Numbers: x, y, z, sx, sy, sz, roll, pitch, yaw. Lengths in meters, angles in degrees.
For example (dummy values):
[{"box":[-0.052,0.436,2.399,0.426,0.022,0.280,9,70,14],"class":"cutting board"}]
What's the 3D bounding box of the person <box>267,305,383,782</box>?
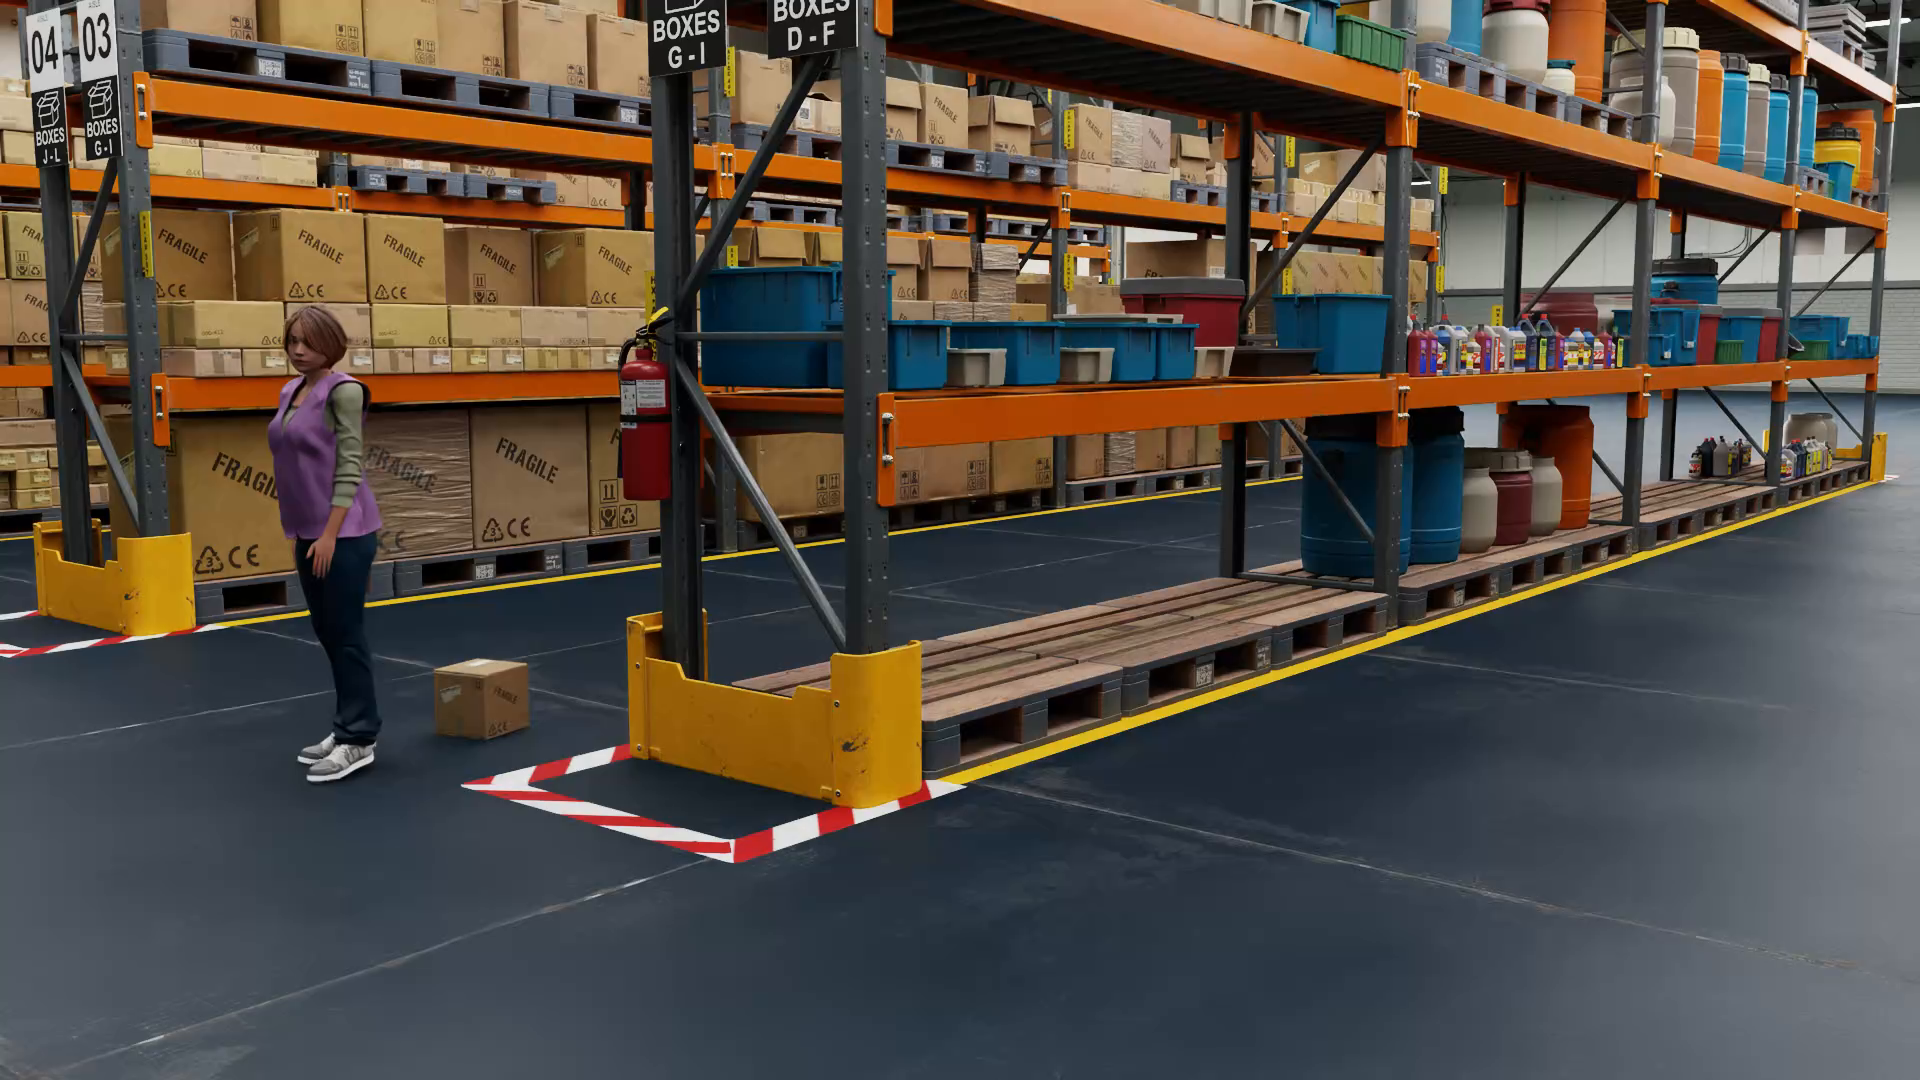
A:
[{"box":[-2.182,0.002,5.753,0.429,1.613,0.369,6,9,40],"class":"person"}]
